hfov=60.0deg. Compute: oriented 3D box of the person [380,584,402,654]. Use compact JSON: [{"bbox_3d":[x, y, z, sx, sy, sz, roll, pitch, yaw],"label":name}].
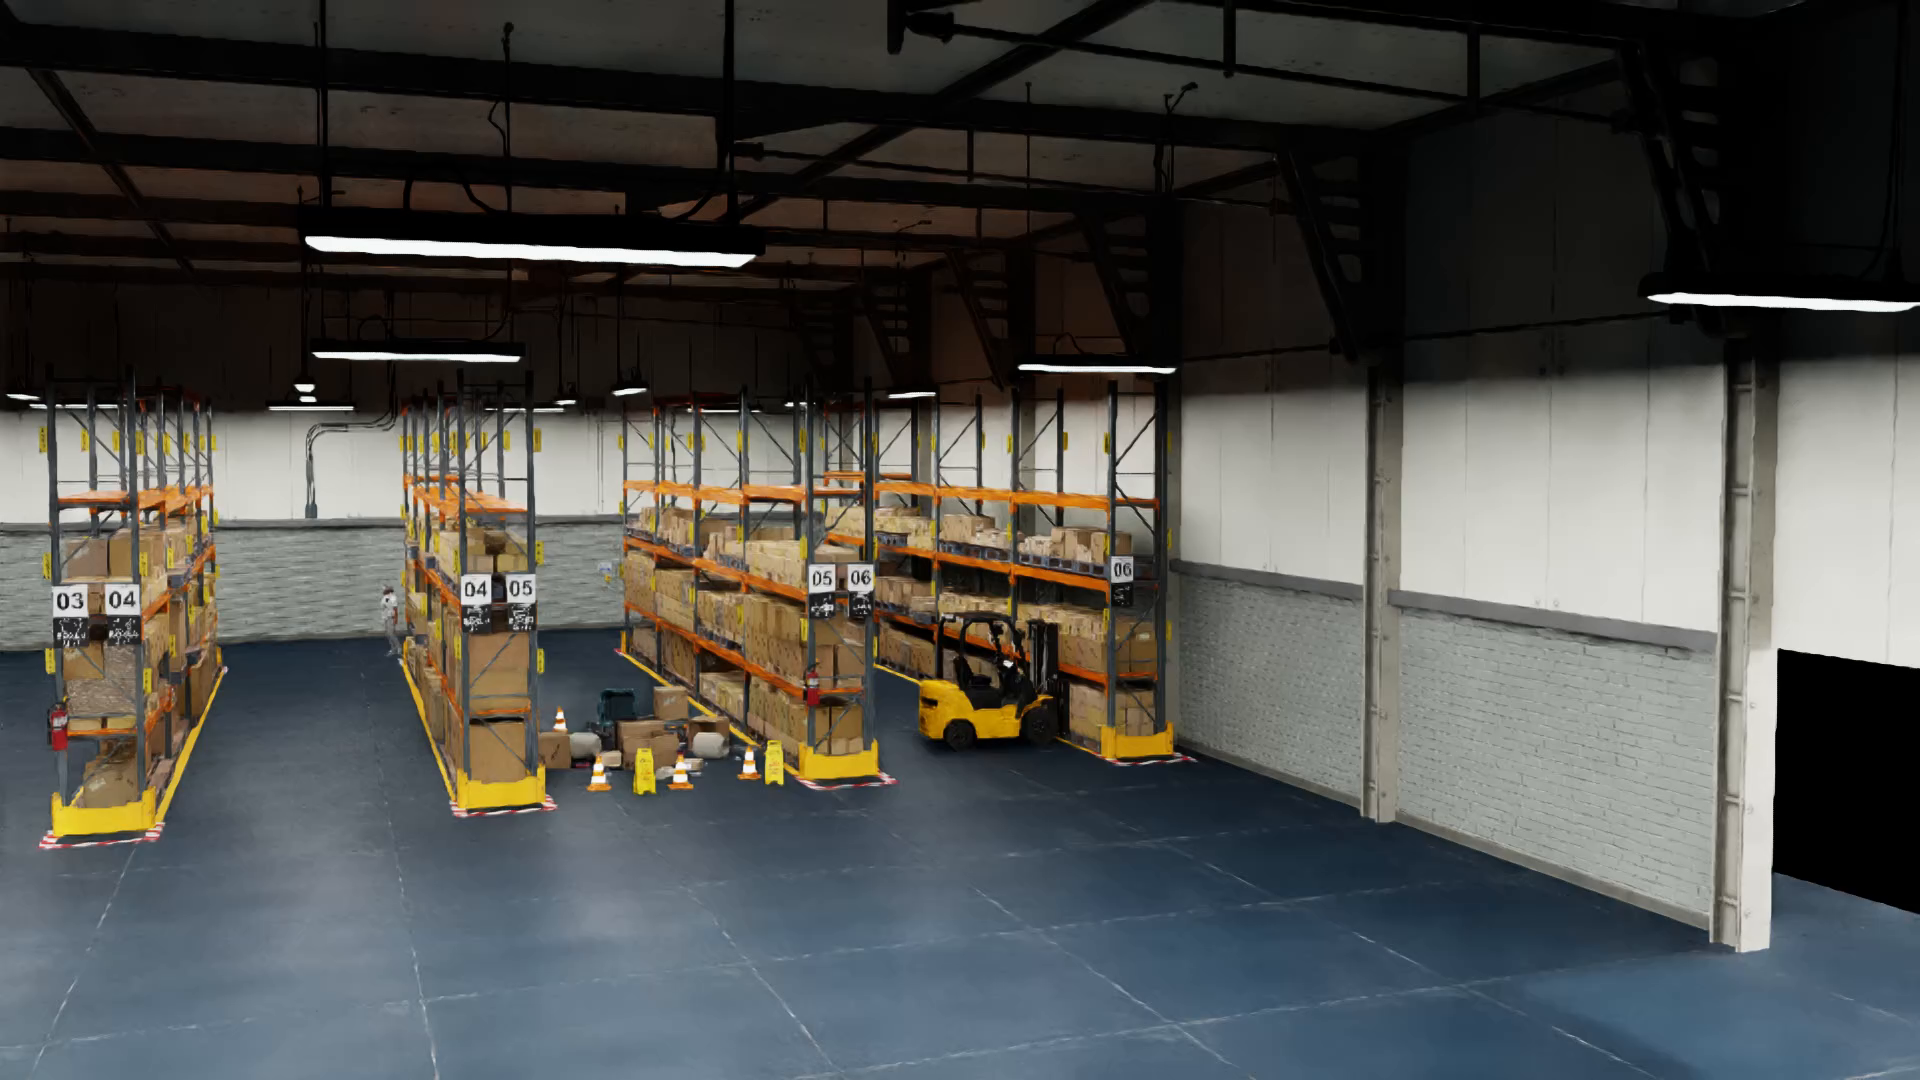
[{"bbox_3d":[-13.421,1.866,39.255,0.568,1.668,0.395,3,4,42],"label":"person"}]
